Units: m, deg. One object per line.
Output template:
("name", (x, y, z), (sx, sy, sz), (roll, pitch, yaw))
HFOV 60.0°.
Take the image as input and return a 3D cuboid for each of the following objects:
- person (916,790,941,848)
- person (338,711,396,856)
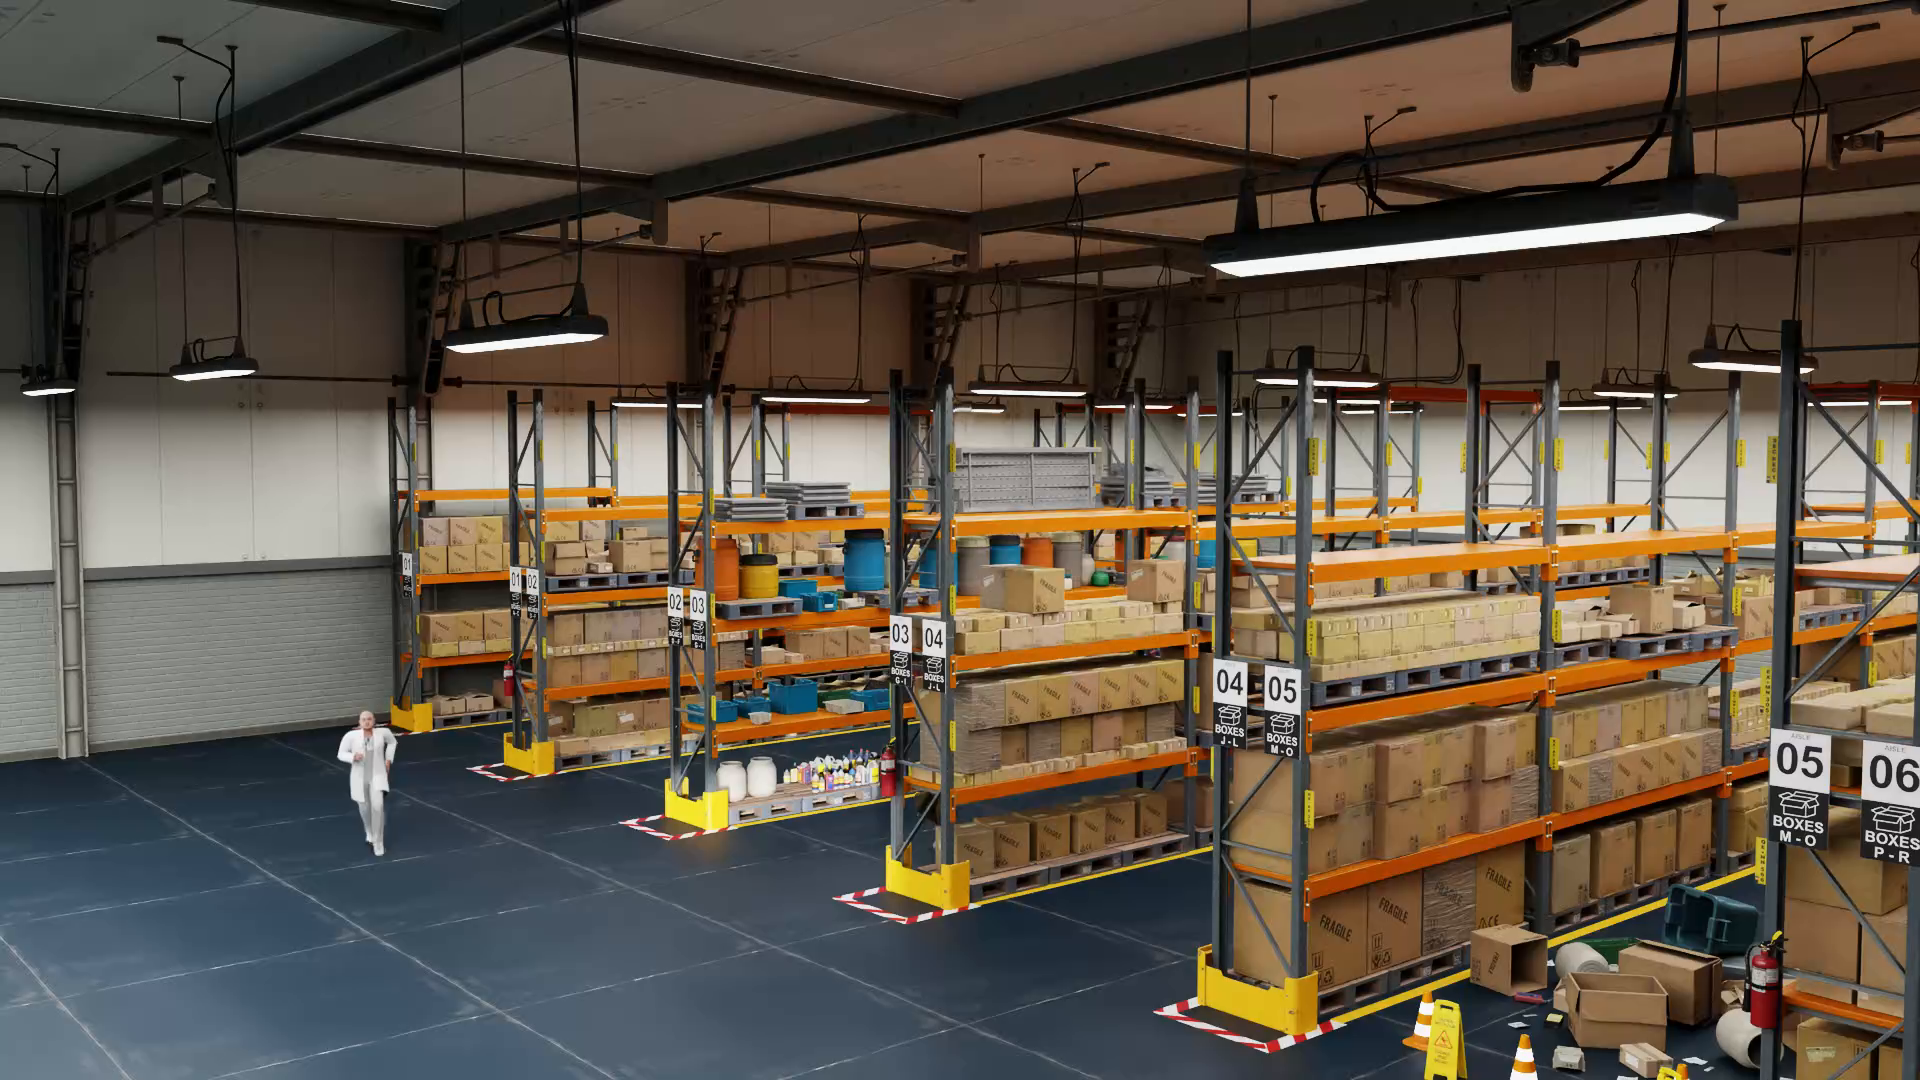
("person", (-0.262, 3.064, 21.106), (0.623, 1.734, 0.715), (-3, 5, -44))
("person", (-7.511, 3.063, 21.090), (0.681, 1.836, 0.896), (-1, 3, -15))
